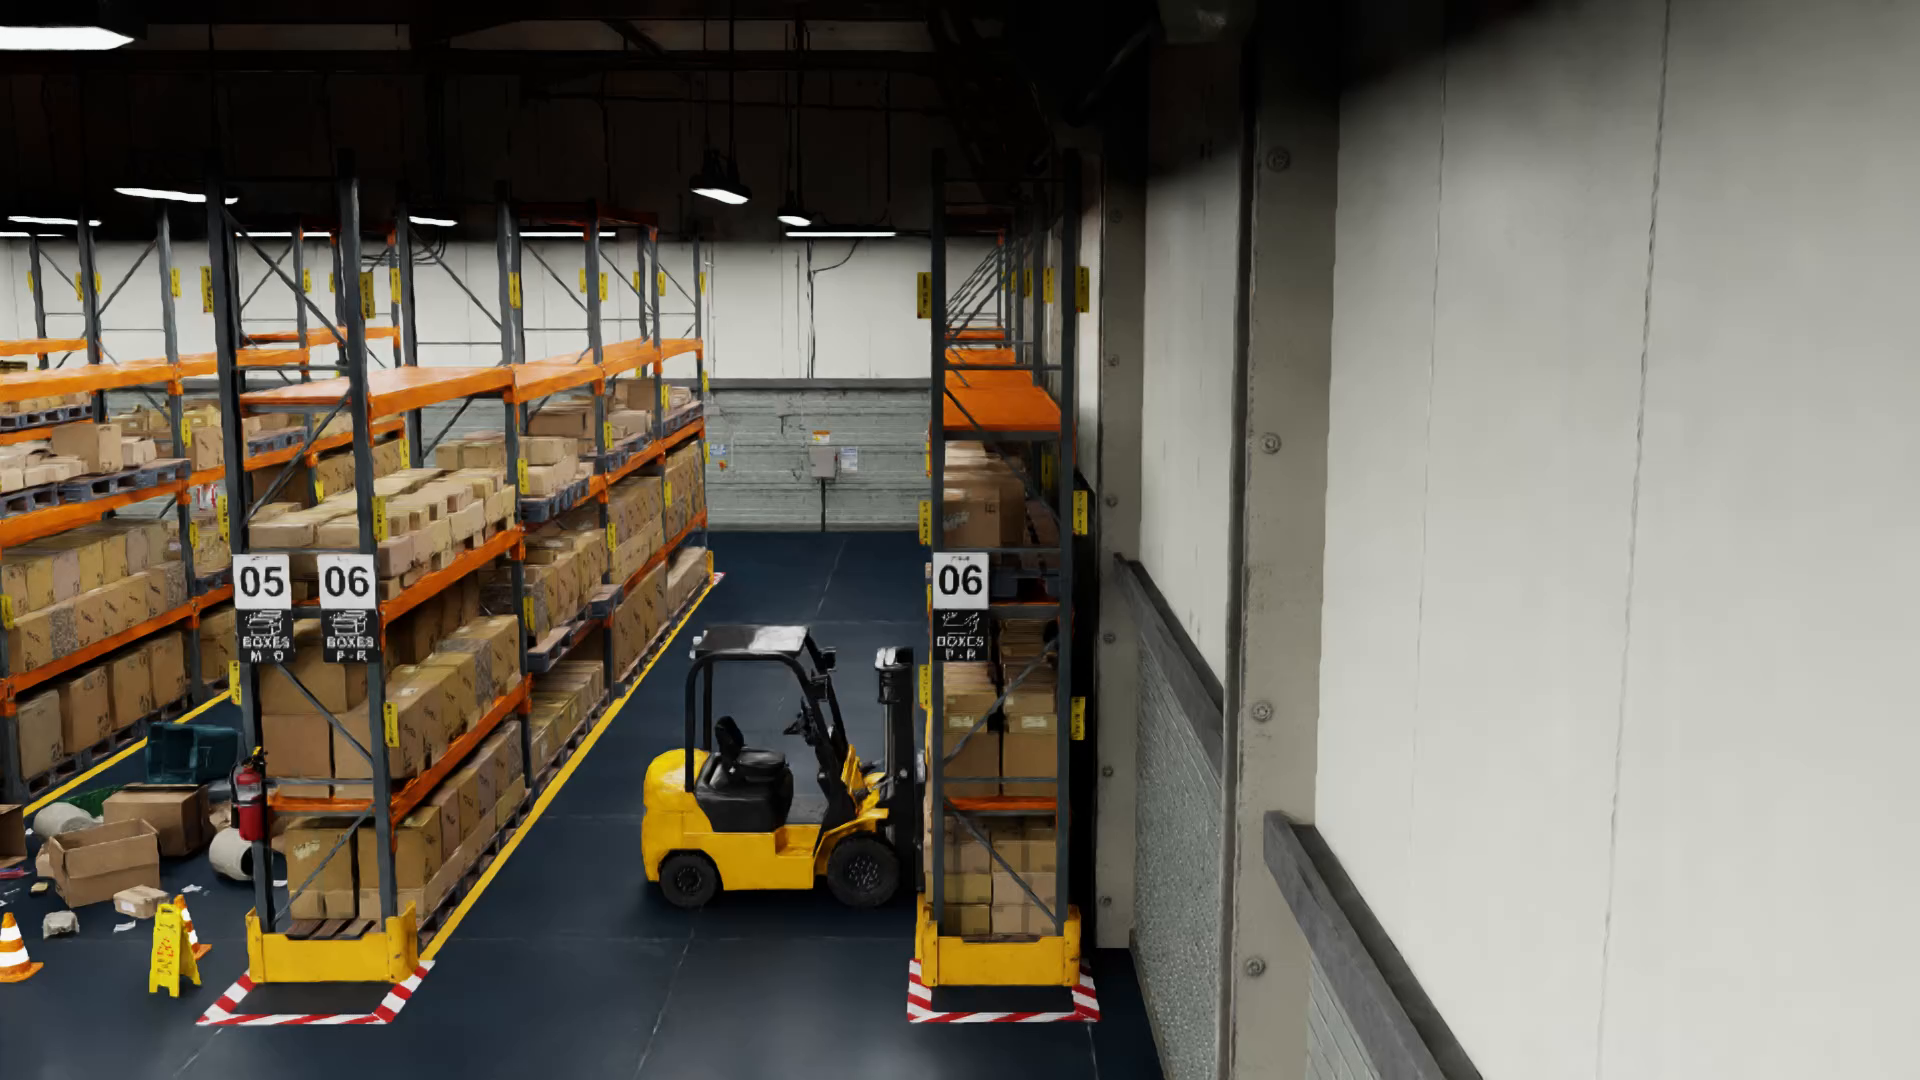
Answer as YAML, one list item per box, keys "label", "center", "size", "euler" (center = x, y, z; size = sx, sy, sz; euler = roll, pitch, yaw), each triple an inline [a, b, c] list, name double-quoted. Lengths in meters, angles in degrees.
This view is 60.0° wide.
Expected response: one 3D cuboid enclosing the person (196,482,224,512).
- label: "person"
  center: [-13.267, -0.398, 29.447]
  size: [0.567, 1.729, 1.044]
  euler: [0, 9, -1]
